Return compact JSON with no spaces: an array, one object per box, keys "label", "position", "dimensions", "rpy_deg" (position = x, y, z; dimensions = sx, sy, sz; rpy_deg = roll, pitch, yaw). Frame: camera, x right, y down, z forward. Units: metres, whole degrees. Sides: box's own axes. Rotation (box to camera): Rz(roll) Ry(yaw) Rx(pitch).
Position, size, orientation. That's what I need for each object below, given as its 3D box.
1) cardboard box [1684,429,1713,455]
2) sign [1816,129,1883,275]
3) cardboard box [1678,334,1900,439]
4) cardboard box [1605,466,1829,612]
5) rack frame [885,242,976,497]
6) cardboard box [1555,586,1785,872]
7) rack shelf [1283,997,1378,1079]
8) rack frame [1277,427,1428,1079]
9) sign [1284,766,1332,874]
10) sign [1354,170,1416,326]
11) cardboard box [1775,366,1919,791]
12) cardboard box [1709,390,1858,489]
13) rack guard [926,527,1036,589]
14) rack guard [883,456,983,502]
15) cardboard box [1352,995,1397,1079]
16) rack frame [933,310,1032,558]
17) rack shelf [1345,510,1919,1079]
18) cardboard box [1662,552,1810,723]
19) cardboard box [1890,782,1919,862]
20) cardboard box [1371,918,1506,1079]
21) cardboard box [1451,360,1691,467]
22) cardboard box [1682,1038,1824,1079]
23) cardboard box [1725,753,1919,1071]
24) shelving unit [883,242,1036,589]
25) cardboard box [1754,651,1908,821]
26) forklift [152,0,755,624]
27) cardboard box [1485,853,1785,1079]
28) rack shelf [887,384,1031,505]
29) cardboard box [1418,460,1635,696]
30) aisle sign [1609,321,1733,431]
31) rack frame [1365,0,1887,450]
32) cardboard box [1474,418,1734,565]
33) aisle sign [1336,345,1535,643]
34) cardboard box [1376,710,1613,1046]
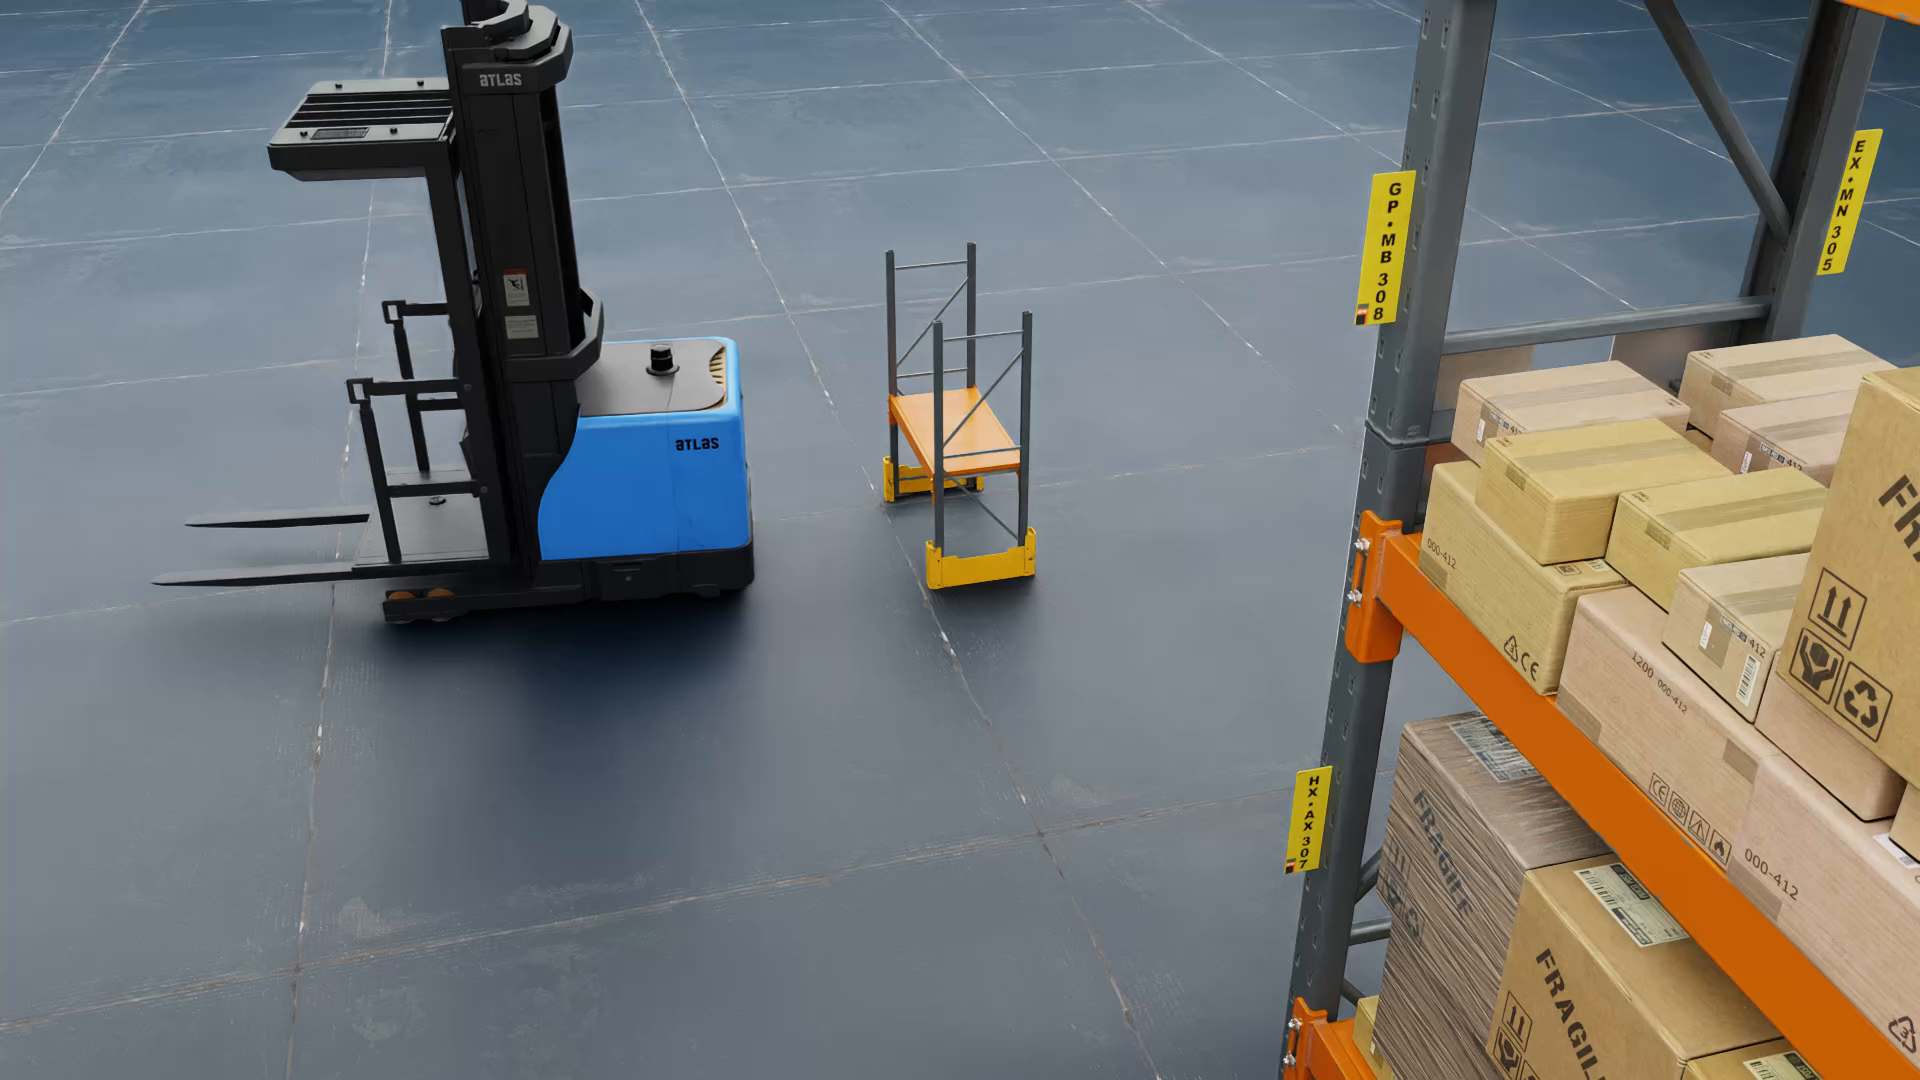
[{"label":"cardboard box","position":[1.773,-0.027,3.458],"dimensions":[0.500,0.250,0.500],"rpy_deg":[-7,31,-12]},{"label":"sign","position":[1.940,-0.738,3.653],"dimensions":[0.100,0.325,0.005],"rpy_deg":[-8,31,-13]},{"label":"cardboard box","position":[1.774,-0.306,3.542],"dimensions":[0.380,0.149,0.250],"rpy_deg":[-8,31,-13]},{"label":"cardboard box","position":[1.411,0.009,2.998],"dimensions":[0.380,0.149,0.250],"rpy_deg":[-8,31,-14]},{"label":"rack frame","position":[-0.158,-0.936,9.370],"dimensions":[0.500,1.500,0.032],"rpy_deg":[-8,31,-13]},{"label":"cardboard box","position":[1.421,0.289,2.911],"dimensions":[0.500,0.250,0.500],"rpy_deg":[-9,31,-14]},{"label":"rack shelf","position":[1.930,2.285,3.027],"dimensions":[1.077,0.370,4.000],"rpy_deg":[-8,31,-13]},{"label":"rack frame","position":[1.400,1.007,4.516],"dimensions":[1.000,3.000,0.127],"rpy_deg":[-8,31,-13]},{"label":"sign","position":[0.877,0.705,4.174],"dimensions":[0.100,0.325,0.005],"rpy_deg":[-8,31,-13]},{"label":"sign","position":[0.877,-0.597,3.420],"dimensions":[0.100,0.325,0.005],"rpy_deg":[-8,31,-13]},{"label":"cardboard box","position":[1.533,0.074,2.239],"dimensions":[0.500,0.500,0.500],"rpy_deg":[-8,31,-13]},{"label":"cardboard box","position":[1.730,-0.165,3.298],"dimensions":[0.380,0.149,0.250],"rpy_deg":[-9,31,-15]},{"label":"rack guard","position":[0.112,0.096,8.835],"dimensions":[0.587,0.250,0.087],"rpy_deg":[-8,31,-13]},{"label":"rack guard","position":[-0.152,-0.386,9.667],"dimensions":[0.587,0.250,0.087],"rpy_deg":[-8,31,-13]},{"label":"cardboard box","position":[1.245,1.285,4.286],"dimensions":[0.380,0.149,0.250],"rpy_deg":[-8,31,-13]},{"label":"rack frame","position":[0.112,-0.445,8.521],"dimensions":[0.500,1.500,0.032],"rpy_deg":[-8,31,-13]},{"label":"rack shelf","position":[1.930,0.986,2.275],"dimensions":[1.077,0.370,4.000],"rpy_deg":[-8,31,-13]},{"label":"cardboard box","position":[1.415,0.150,2.754],"dimensions":[0.380,0.149,0.250],"rpy_deg":[-7,31,-11]},{"label":"cardboard box","position":[1.562,0.398,2.326],"dimensions":[0.380,0.149,0.250],"rpy_deg":[-9,31,-16]},{"label":"cardboard box","position":[1.519,1.104,3.951],"dimensions":[0.875,0.500,0.500],"rpy_deg":[-8,31,-13]},{"label":"cardboard box","position":[1.250,-0.235,3.419],"dimensions":[0.380,0.149,0.250],"rpy_deg":[-8,31,-14]},{"label":"cardboard box","position":[1.543,1.188,2.808],"dimensions":[0.500,0.500,0.500],"rpy_deg":[-8,31,-13]},{"label":"cardboard box","position":[1.549,0.529,2.497],"dimensions":[0.500,0.250,0.500],"rpy_deg":[-8,31,-13]},{"label":"shelving unit","position":[-0.020,-0.686,8.938],"dimensions":[0.587,1.500,1.083],"rpy_deg":[-8,31,-13]},{"label":"cardboard box","position":[1.475,0.268,2.551],"dimensions":[0.380,0.149,0.250],"rpy_deg":[-8,31,-13]},{"label":"forklift","position":[-2.639,-1.120,8.259],"dimensions":[3.031,2.935,1.130],"rpy_deg":[-4,30,-6]},{"label":"cardboard box","position":[1.409,0.947,3.225],"dimensions":[0.500,0.500,0.500],"rpy_deg":[-8,31,-13]},{"label":"rack shelf","position":[-0.023,-0.535,9.036],"dimensions":[0.538,0.185,1.000],"rpy_deg":[-8,31,-13]},{"label":"cardboard box","position":[1.278,0.041,3.340],"dimensions":[0.500,0.250,0.500],"rpy_deg":[-7,31,-12]},{"label":"aisle sign","position":[1.672,-0.188,3.985],"dimensions":[0.394,0.787,0.004],"rpy_deg":[-8,31,-13]},{"label":"rack frame","position":[1.400,-1.589,3.013],"dimensions":[1.000,3.000,0.127],"rpy_deg":[-8,31,-13]},{"label":"cardboard box","position":[1.225,-0.097,3.180],"dimensions":[0.380,0.149,0.250],"rpy_deg":[-7,31,-12]},{"label":"aisle sign","position":[1.094,-0.108,3.847],"dimensions":[0.394,0.787,0.004],"rpy_deg":[-8,31,-13]},{"label":"cardboard box","position":[1.283,0.704,3.644],"dimensions":[0.500,0.500,0.500],"rpy_deg":[-8,31,-13]}]
